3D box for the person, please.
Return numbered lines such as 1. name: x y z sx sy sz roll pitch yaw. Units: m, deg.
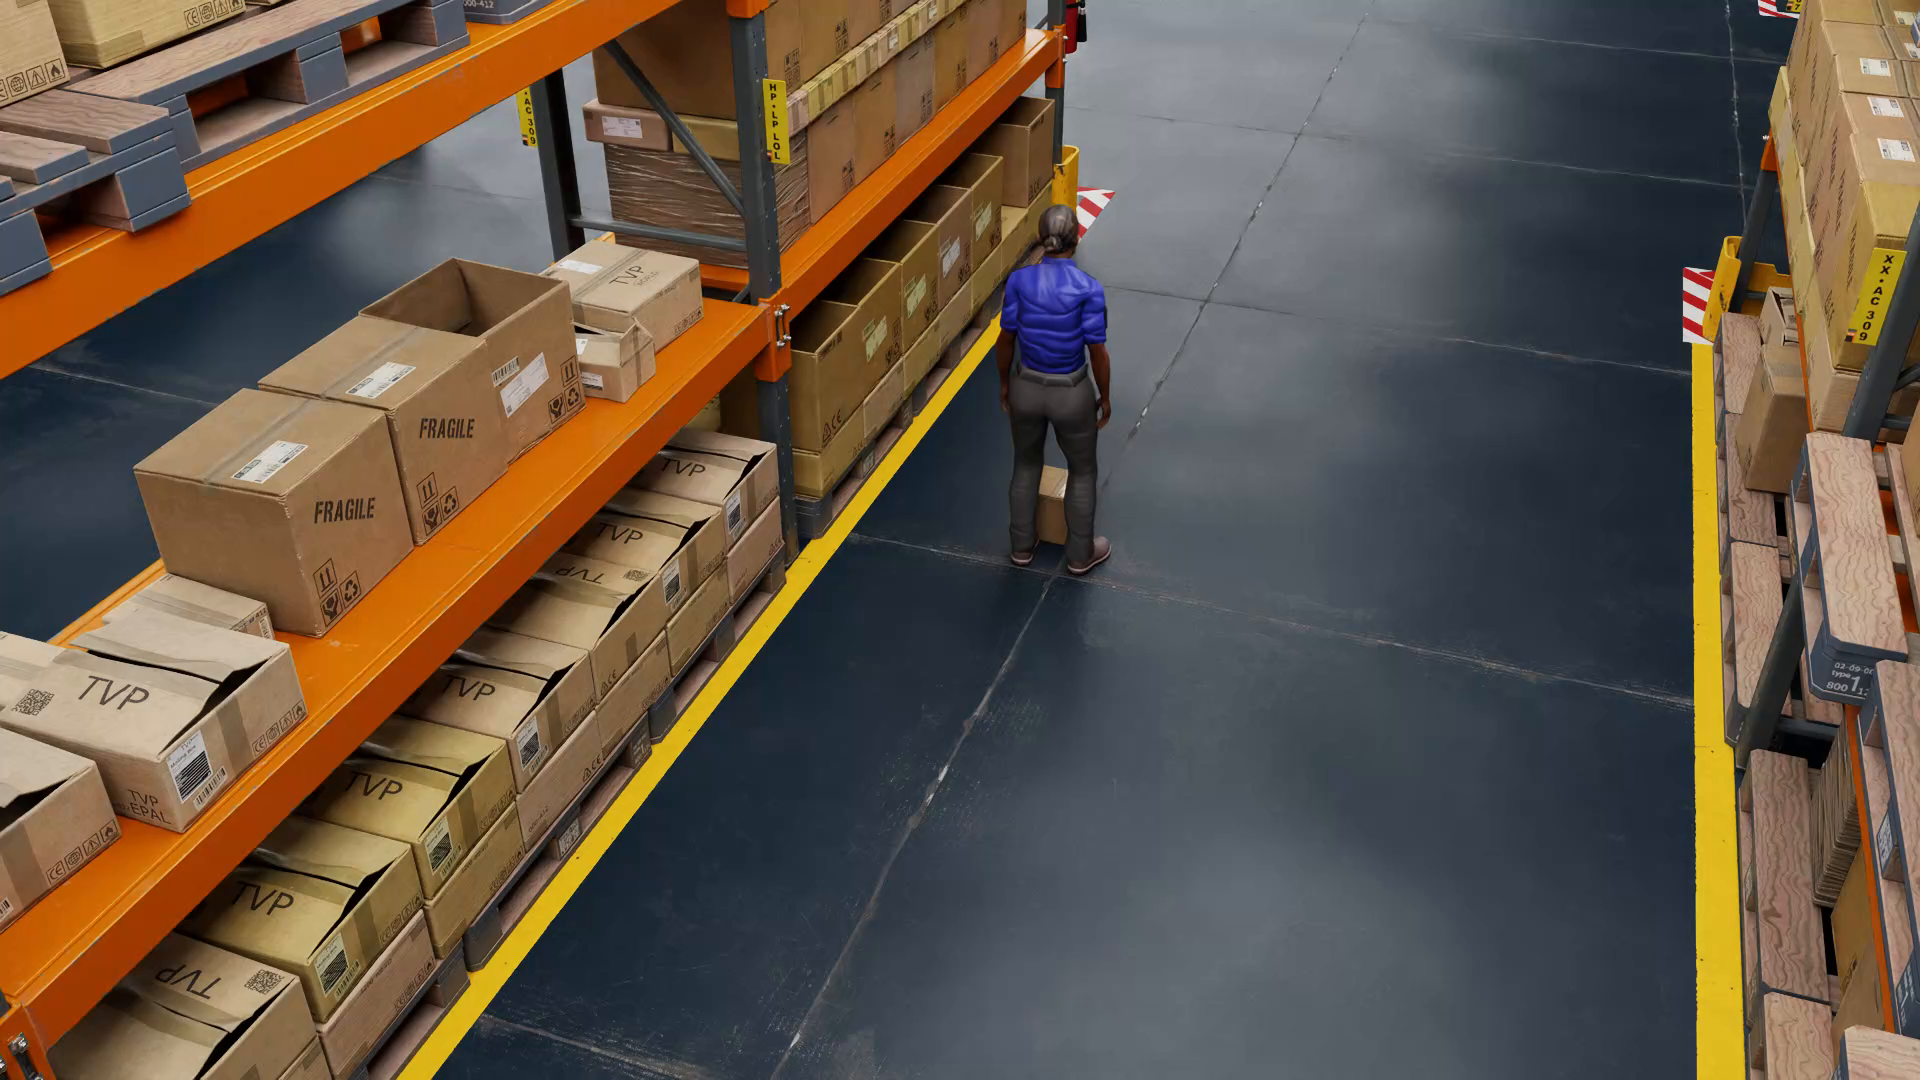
1. person: 0.407 -0.611 7.083 0.514 1.640 0.352 11 35 16
